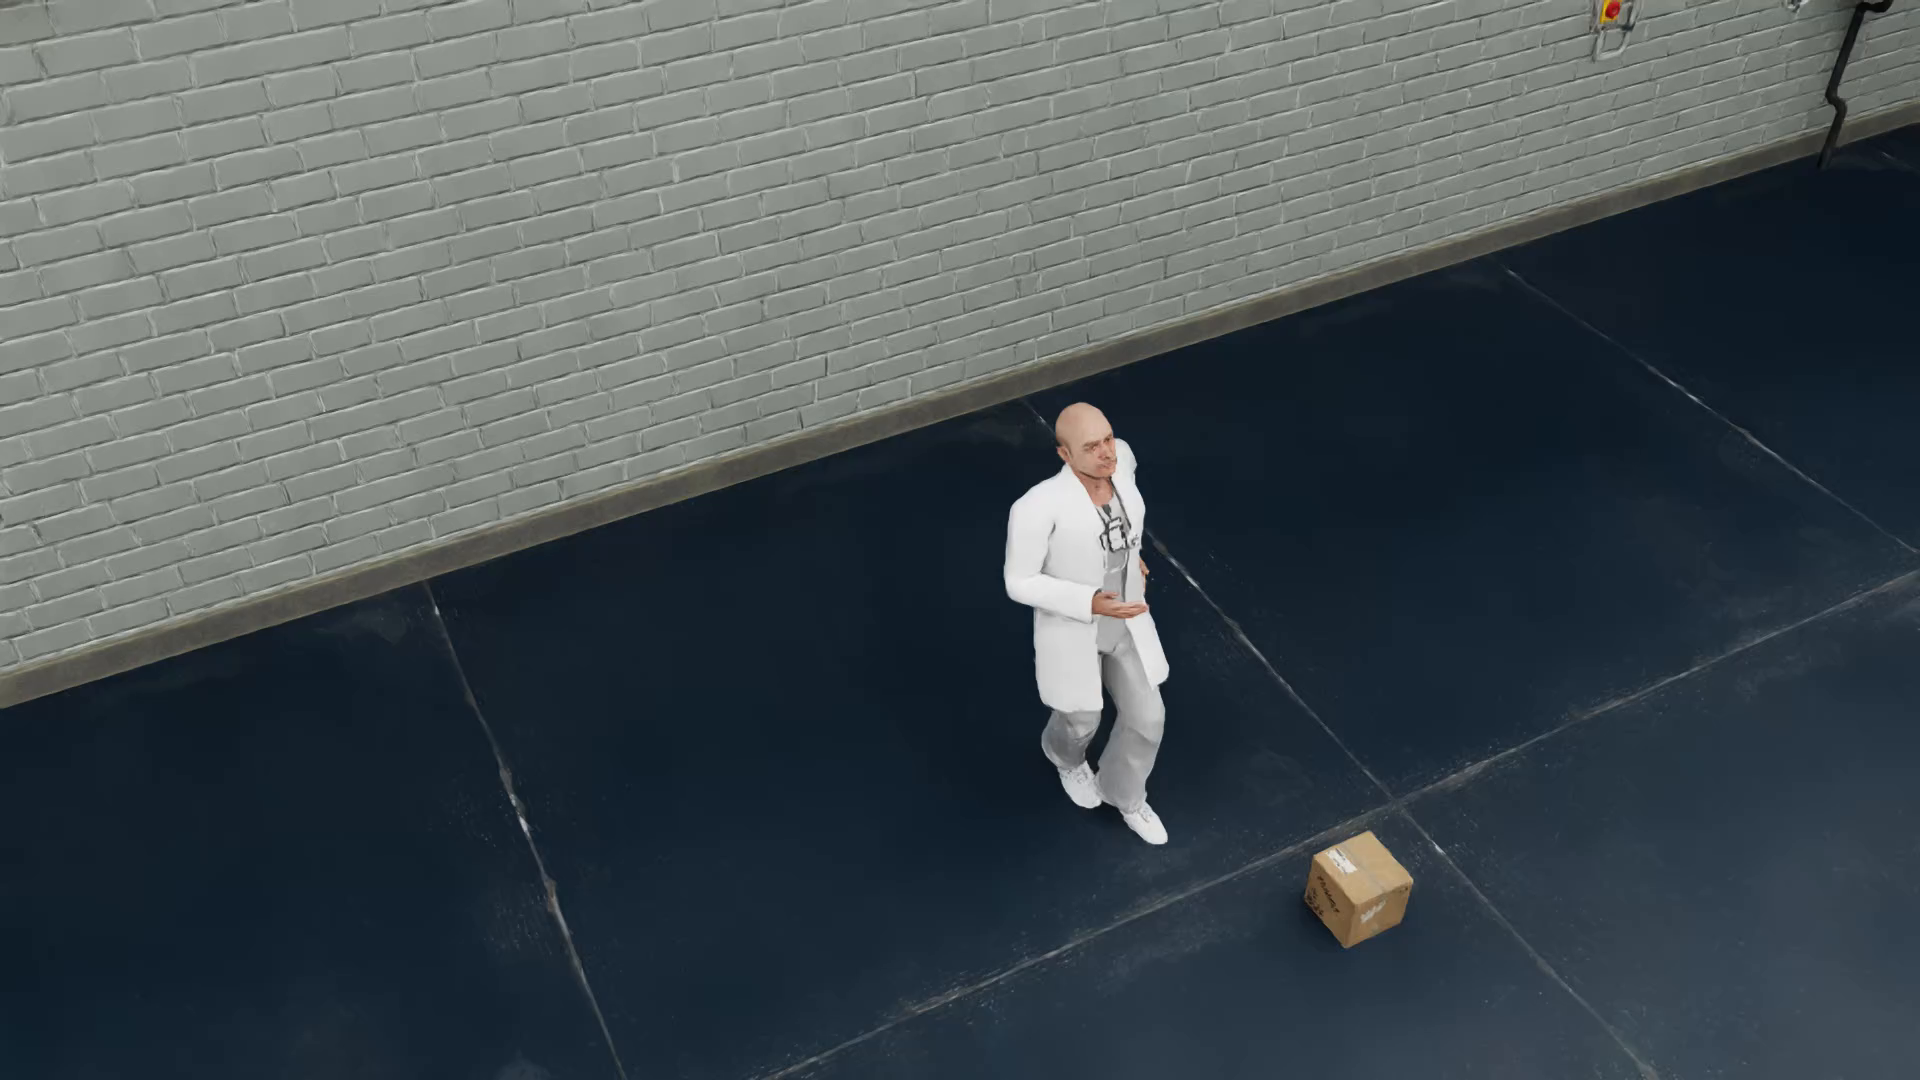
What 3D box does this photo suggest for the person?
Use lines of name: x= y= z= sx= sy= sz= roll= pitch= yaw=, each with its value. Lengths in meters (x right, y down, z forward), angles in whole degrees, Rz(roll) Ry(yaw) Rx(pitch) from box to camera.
person: x=0.466 y=0.319 z=5.844 sx=0.684 sy=1.784 sz=0.733 roll=-20 pitch=45 yaw=-22
